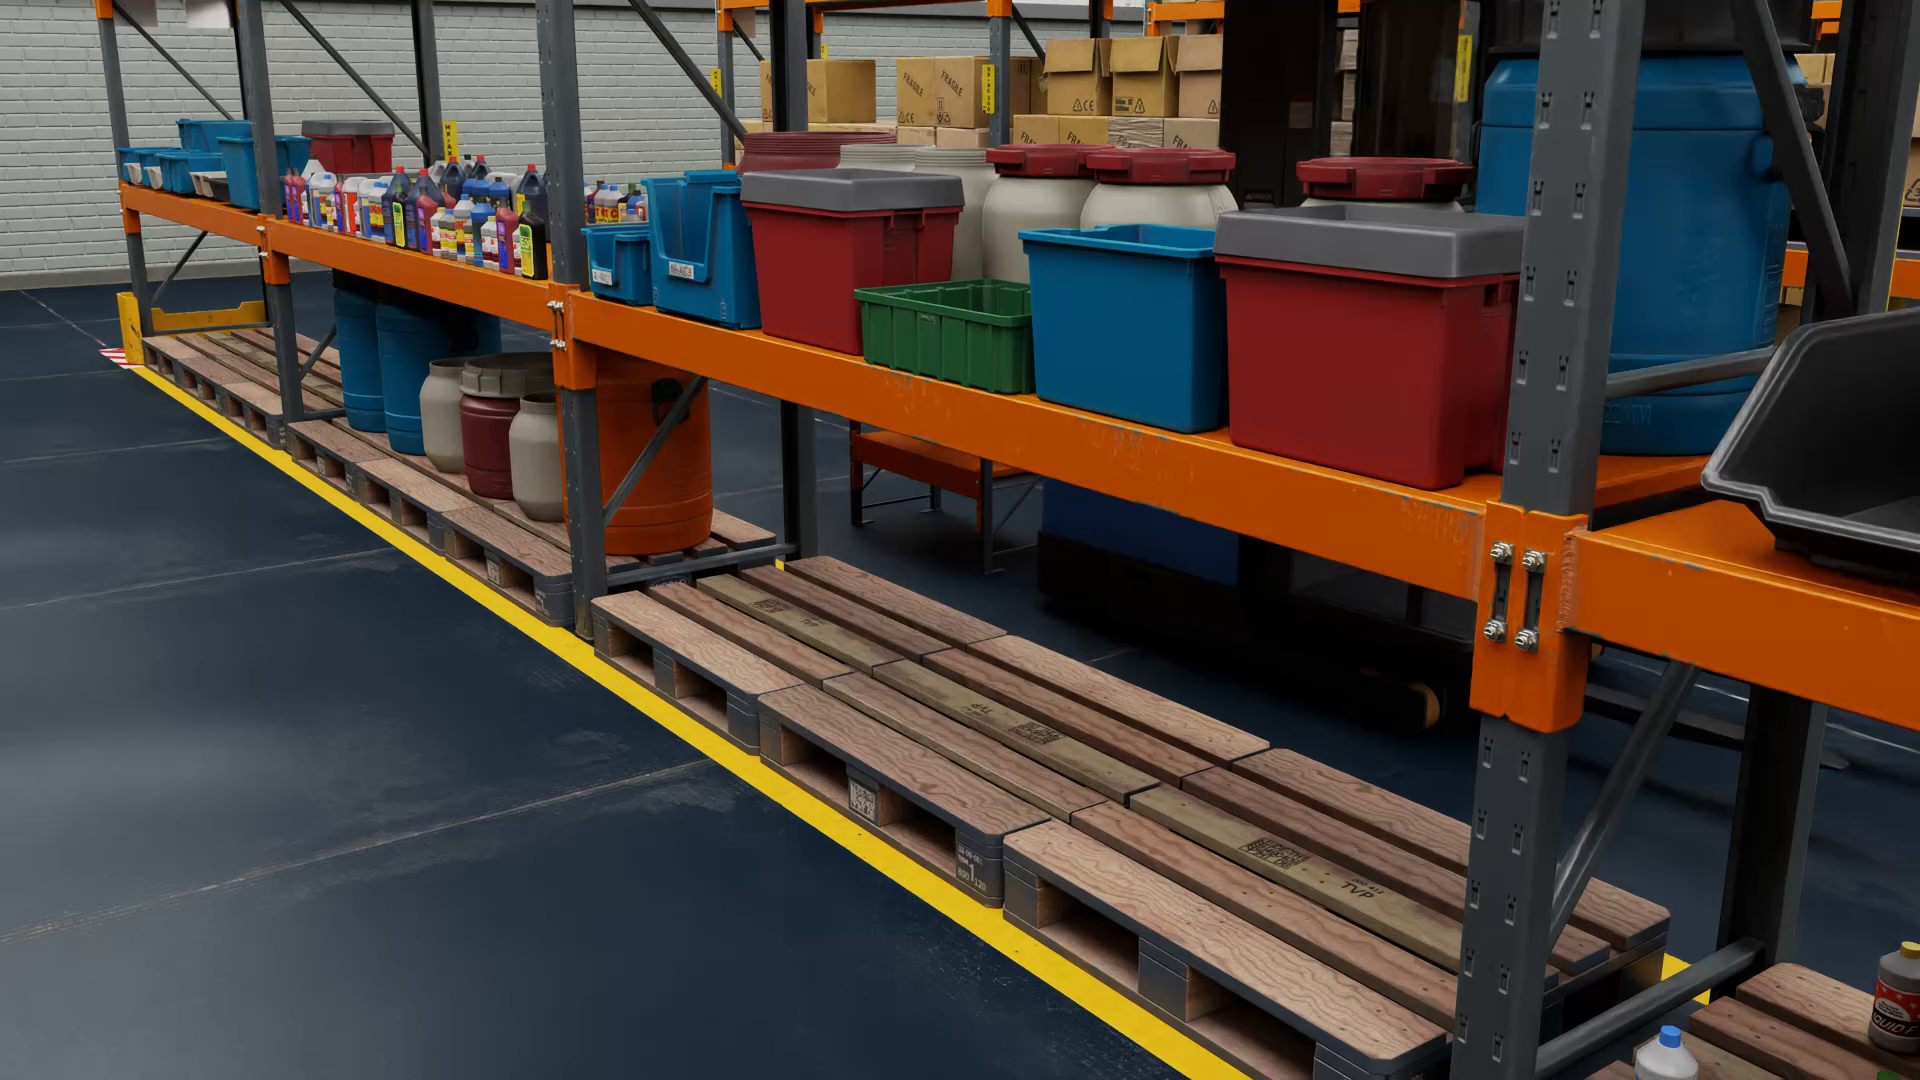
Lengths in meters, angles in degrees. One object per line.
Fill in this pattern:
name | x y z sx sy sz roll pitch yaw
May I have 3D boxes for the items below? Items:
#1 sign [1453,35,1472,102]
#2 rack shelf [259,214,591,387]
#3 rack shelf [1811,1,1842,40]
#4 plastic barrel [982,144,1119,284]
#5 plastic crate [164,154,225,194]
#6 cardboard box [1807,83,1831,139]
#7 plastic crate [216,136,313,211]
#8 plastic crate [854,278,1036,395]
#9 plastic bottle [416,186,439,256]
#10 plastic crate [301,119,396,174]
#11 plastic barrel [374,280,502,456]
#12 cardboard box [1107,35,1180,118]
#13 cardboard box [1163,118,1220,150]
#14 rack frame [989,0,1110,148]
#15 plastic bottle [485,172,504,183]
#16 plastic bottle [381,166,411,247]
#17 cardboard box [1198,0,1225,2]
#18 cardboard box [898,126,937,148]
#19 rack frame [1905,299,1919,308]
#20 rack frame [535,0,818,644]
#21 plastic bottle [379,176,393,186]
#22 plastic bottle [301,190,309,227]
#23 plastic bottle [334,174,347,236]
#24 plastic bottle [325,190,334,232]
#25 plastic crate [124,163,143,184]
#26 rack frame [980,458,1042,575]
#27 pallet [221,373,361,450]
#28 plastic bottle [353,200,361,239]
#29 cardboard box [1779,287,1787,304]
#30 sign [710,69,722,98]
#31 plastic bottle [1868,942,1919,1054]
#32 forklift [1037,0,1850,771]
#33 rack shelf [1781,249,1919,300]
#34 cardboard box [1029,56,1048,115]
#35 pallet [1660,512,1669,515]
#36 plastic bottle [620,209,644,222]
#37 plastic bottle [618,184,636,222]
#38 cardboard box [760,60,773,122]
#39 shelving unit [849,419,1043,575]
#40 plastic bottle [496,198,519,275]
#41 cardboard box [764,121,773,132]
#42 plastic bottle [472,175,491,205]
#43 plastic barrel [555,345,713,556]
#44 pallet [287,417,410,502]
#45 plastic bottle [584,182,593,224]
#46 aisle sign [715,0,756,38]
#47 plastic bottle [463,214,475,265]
sign | 2.551 -2.392 8.442 0.100 0.325 0.005 -11 19 -35
rack shelf | -2.184 -1.232 7.759 1.077 0.370 4.000 -11 19 -35
rack shelf | 9.839 -4.986 15.792 1.077 0.370 4.000 -11 19 -35
plastic barrel | 0.273 -0.851 4.745 0.433 0.535 0.433 0 15 0
plastic crate | -4.882 -2.359 10.718 0.416 0.233 0.300 -11 19 -35
cardboard box | 3.757 -1.959 8.066 0.700 0.500 0.500 -8 17 -26
plastic crate | -3.910 -2.074 9.389 0.392 0.384 0.575 -11 19 -35
plastic crate | 0.092 -0.524 4.209 0.450 0.188 0.662 -11 19 -35
plastic bottle | -2.263 -1.360 7.084 0.061 0.283 0.133 -11 19 -35
plastic crate | -3.682 -2.296 10.046 0.402 0.464 0.583 -11 19 -35
plastic barrel | -2.637 -0.927 8.459 0.600 0.901 0.708 -11 19 -35
cardboard box | 1.423 -3.024 10.852 0.797 0.503 0.637 -11 19 -34
cardboard box | 1.613 -2.363 10.336 0.500 0.500 0.500 -10 18 -33
rack frame | 0.647 -2.775 12.033 1.000 3.000 0.127 -11 19 -35
plastic bottle | -2.355 -1.727 8.438 0.152 0.276 0.135 -11 19 -35
plastic bottle | -2.510 -1.501 7.471 0.144 0.351 0.185 -11 19 -35
cardboard box | 2.729 -5.503 16.603 0.500 0.250 0.500 -10 18 -33
cardboard box | -0.132 -3.010 12.611 0.500 0.250 0.500 -10 18 -33
rack frame | 7.070 -2.669 11.646 1.000 3.000 0.127 -11 19 -35
rack frame | -1.008 -1.152 6.103 1.000 3.000 0.127 -11 19 -35
plastic bottle | -2.728 -1.614 8.027 0.152 0.276 0.135 -11 19 -35
plastic bottle | -3.328 -1.716 8.538 0.097 0.201 0.097 0 15 0
plastic bottle | -2.967 -1.616 8.018 0.061 0.283 0.133 -11 19 -35
plastic bottle | -3.077 -1.624 8.206 0.097 0.201 0.097 0 15 0
plastic crate | -5.711 -2.577 11.695 0.250 0.136 0.298 -11 19 -35
rack frame | 0.295 -0.435 7.036 0.500 1.125 0.032 -11 19 -35
pallet | -3.824 -0.812 10.144 1.003 0.211 1.213 -11 19 -35
plastic bottle | -2.805 -1.526 7.845 0.097 0.201 0.097 0 15 0
cardboard box | 6.169 -1.877 12.693 0.500 0.500 0.500 -10 18 -32
sign | -2.158 -4.000 14.719 0.100 0.325 0.005 -11 19 -35
plastic bottle | 1.809 0.869 3.187 0.097 0.201 0.097 0 15 0
forklift | 1.645 -0.943 5.469 1.130 2.935 3.031 -13 20 -39
rack shelf | 4.174 -1.147 7.447 1.077 0.370 4.000 -11 19 -35
cardboard box | 0.572 -3.350 12.433 0.500 0.500 0.500 -11 19 -35
pallet | 3.457 -0.409 8.670 1.003 0.211 1.213 -11 19 -35
plastic bottle | -1.363 -1.274 6.926 0.097 0.201 0.097 0 15 0
plastic bottle | -1.450 -1.422 7.311 0.061 0.283 0.133 -11 19 -35
cardboard box | -1.348 -3.811 14.117 0.500 0.500 0.500 -11 19 -36
shelving unit | -0.004 -0.544 7.433 0.538 1.125 1.048 -11 19 -35
plastic bottle | -1.727 -1.165 6.372 0.061 0.283 0.133 -11 19 -35
cardboard box | -1.331 -3.446 14.205 0.500 0.250 0.500 -11 19 -35
plastic bottle | -2.366 -1.672 8.248 0.097 0.271 0.097 0 15 0
plastic barrel | -1.309 -0.410 6.706 0.600 0.830 0.708 -11 19 -35
pallet | -2.940 -0.490 8.966 1.003 0.211 1.213 -11 19 -35
plastic bottle | -1.726 -1.508 7.648 0.097 0.271 0.097 0 15 0
aisle sign | -1.990 -4.852 14.696 0.394 0.787 0.004 -11 19 -35
plastic bottle | -1.951 -1.215 6.711 0.097 0.201 0.097 0 15 0
